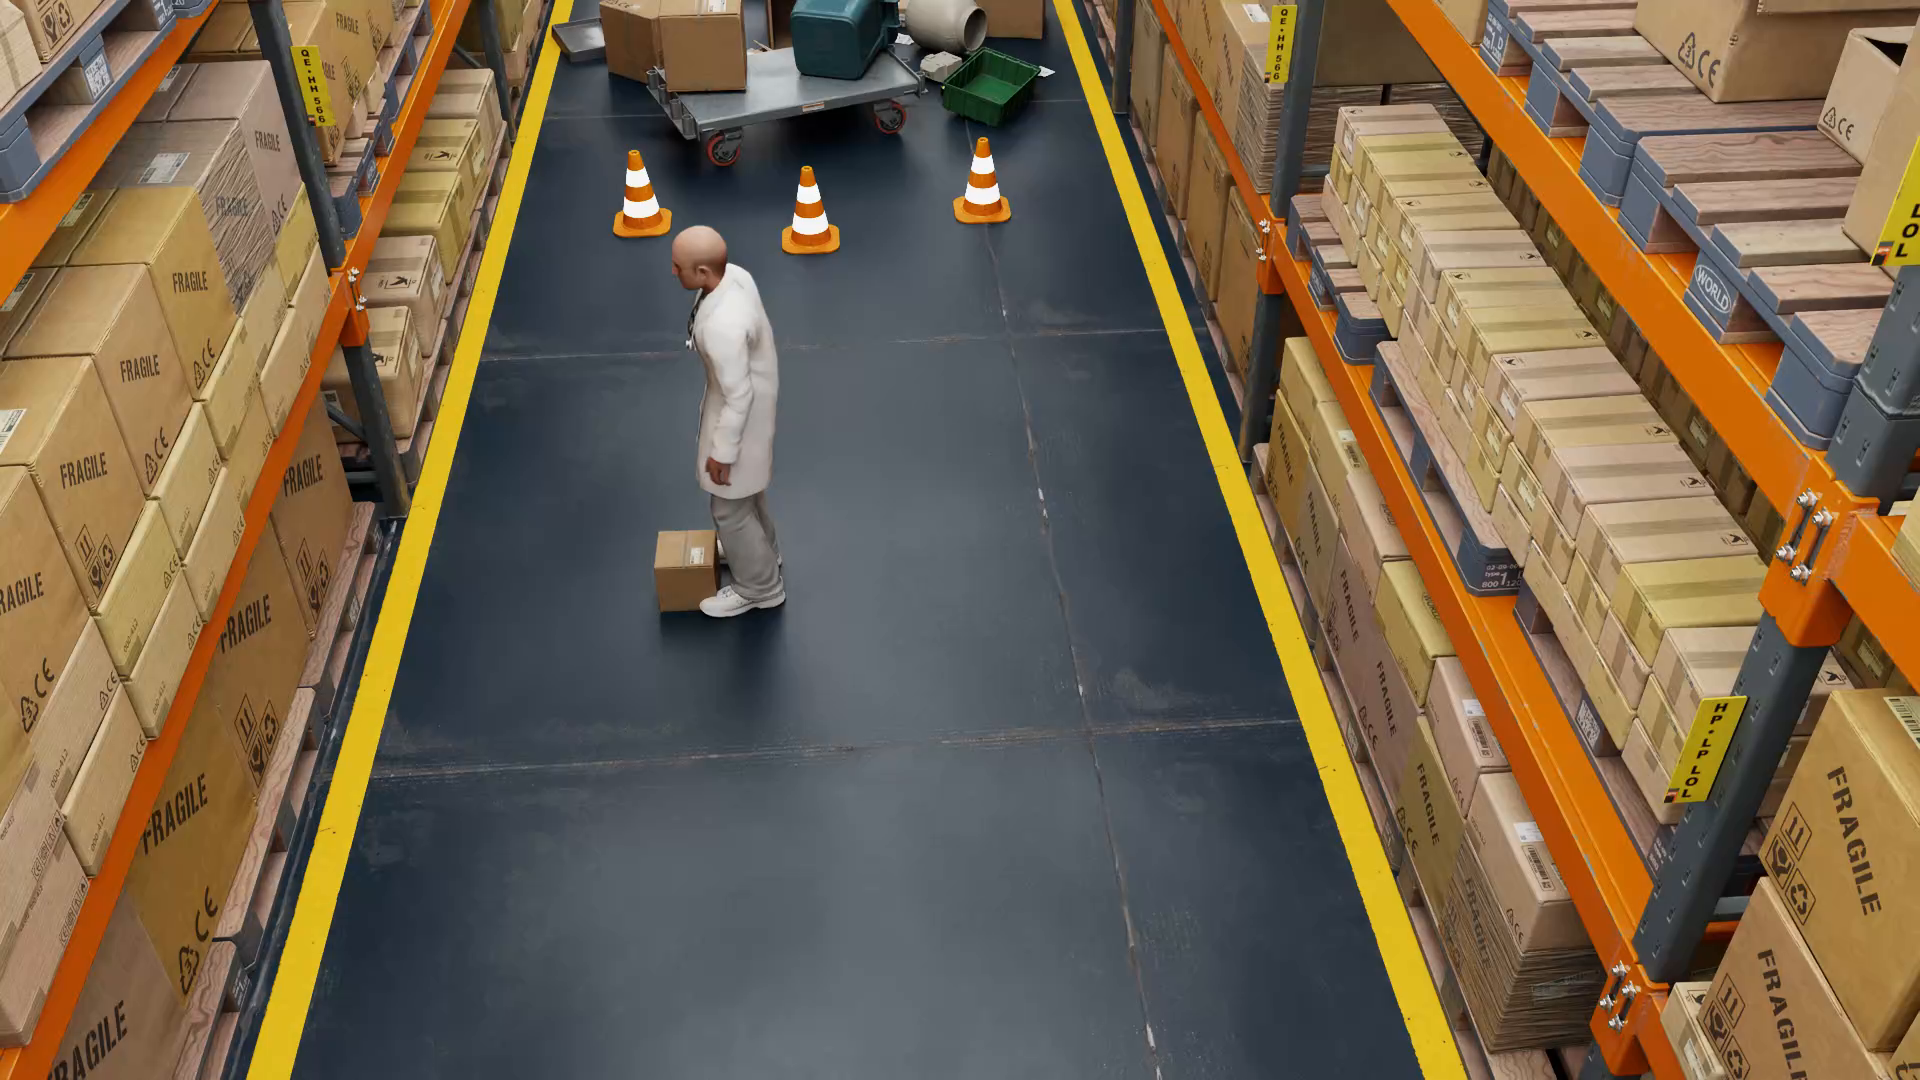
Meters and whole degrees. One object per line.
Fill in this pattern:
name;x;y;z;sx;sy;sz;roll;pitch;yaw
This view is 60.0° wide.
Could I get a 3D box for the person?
person;-0.935;-0.484;6.772;0.425;1.774;0.644;-3;39;-4
